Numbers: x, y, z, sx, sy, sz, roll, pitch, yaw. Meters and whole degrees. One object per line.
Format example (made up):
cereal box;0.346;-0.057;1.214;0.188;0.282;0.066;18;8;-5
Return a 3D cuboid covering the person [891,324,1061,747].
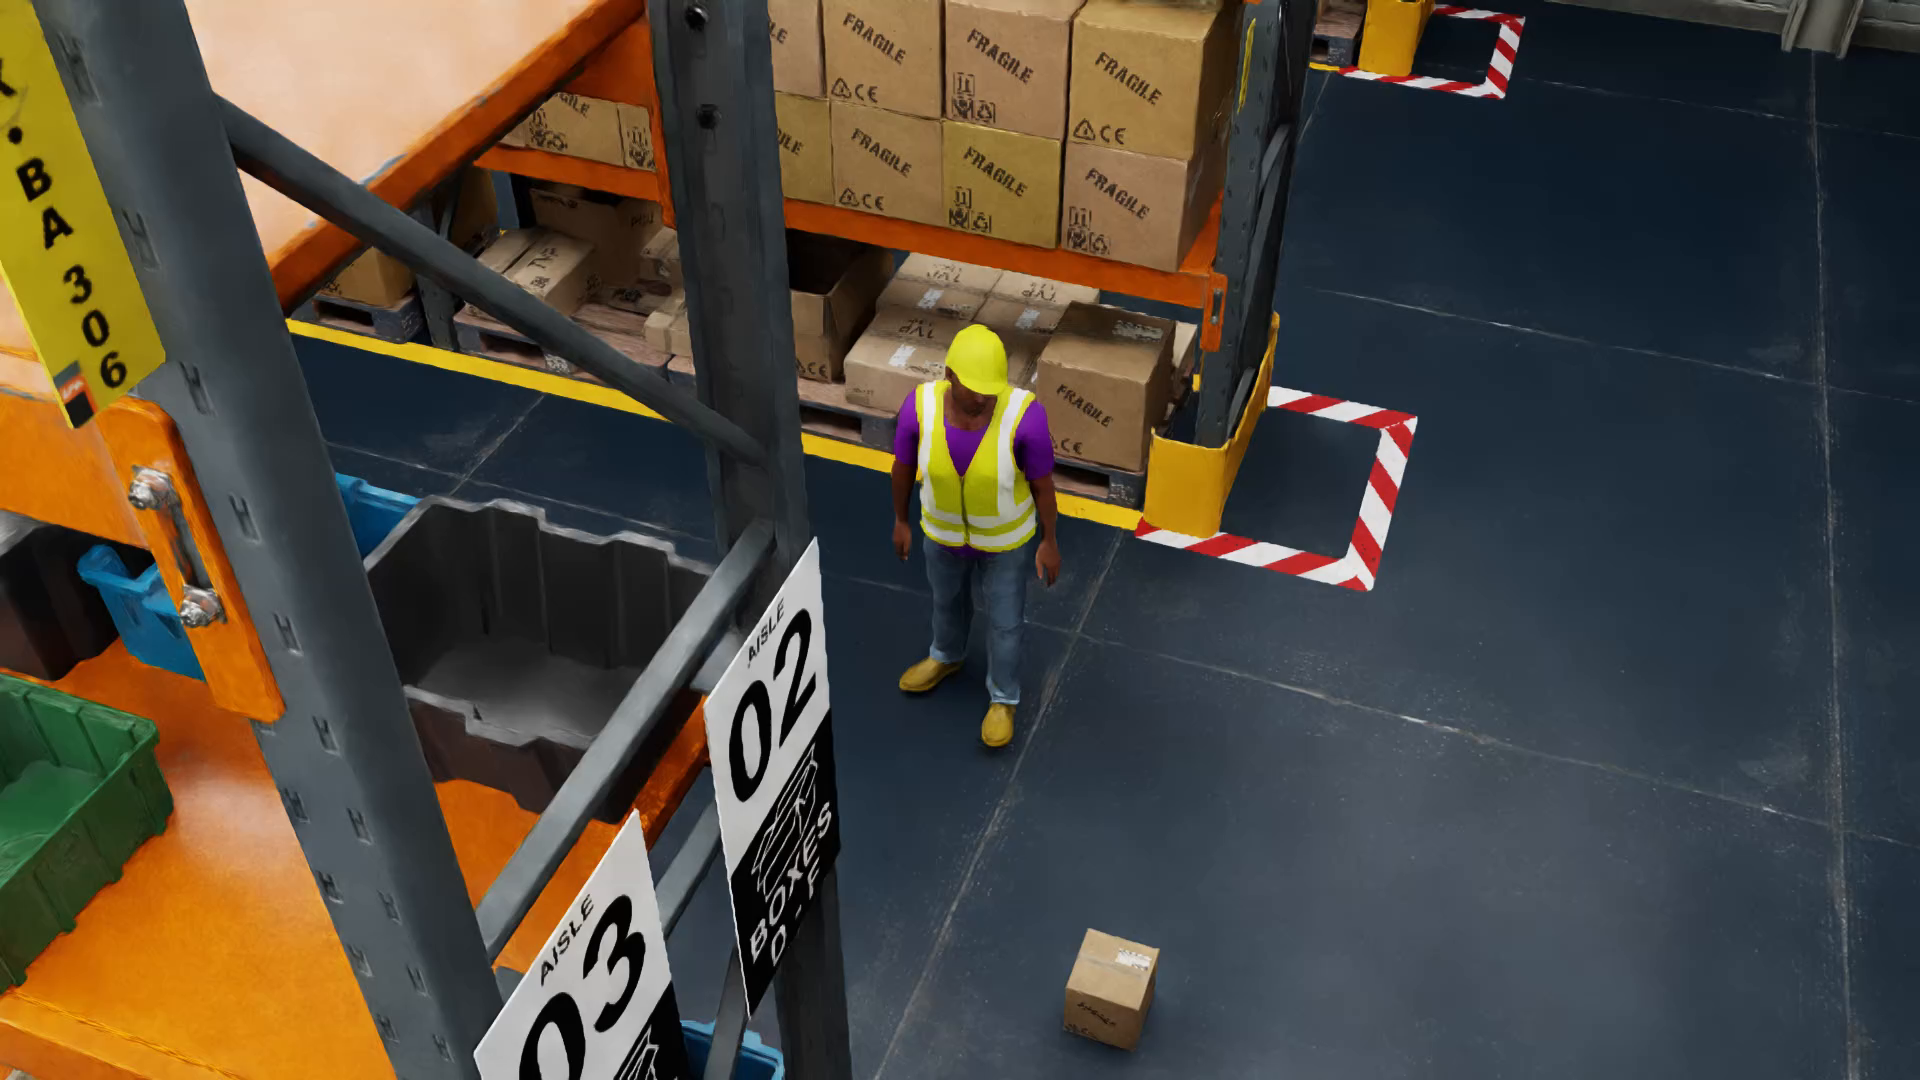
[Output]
person;-7.106;-0.717;6.923;15.002;1.759;2.345;11;42;12
